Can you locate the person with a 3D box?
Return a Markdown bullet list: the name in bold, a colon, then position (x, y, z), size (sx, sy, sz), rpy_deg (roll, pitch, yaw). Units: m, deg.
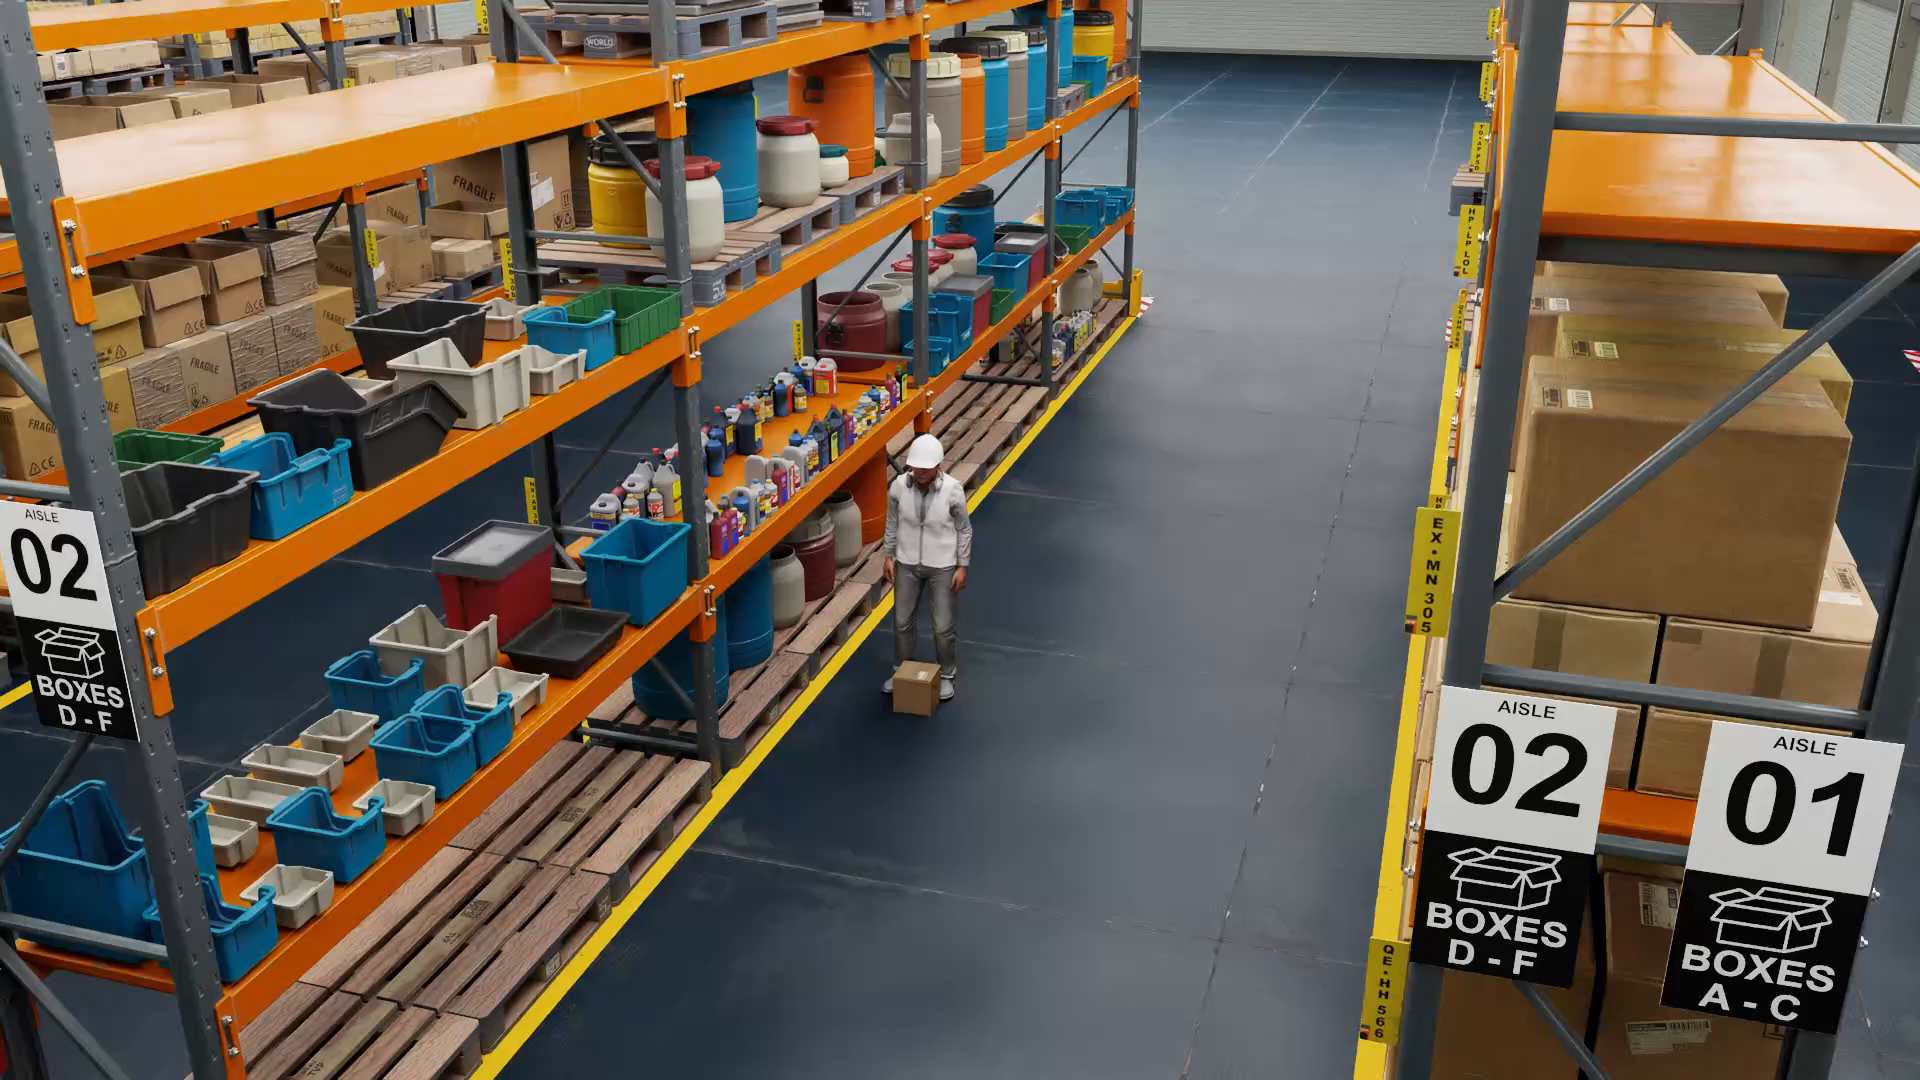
- **person**: position (-0.215, 0.156, 10.668), size (0.578, 1.767, 0.463), rpy_deg (6, 23, 15)
